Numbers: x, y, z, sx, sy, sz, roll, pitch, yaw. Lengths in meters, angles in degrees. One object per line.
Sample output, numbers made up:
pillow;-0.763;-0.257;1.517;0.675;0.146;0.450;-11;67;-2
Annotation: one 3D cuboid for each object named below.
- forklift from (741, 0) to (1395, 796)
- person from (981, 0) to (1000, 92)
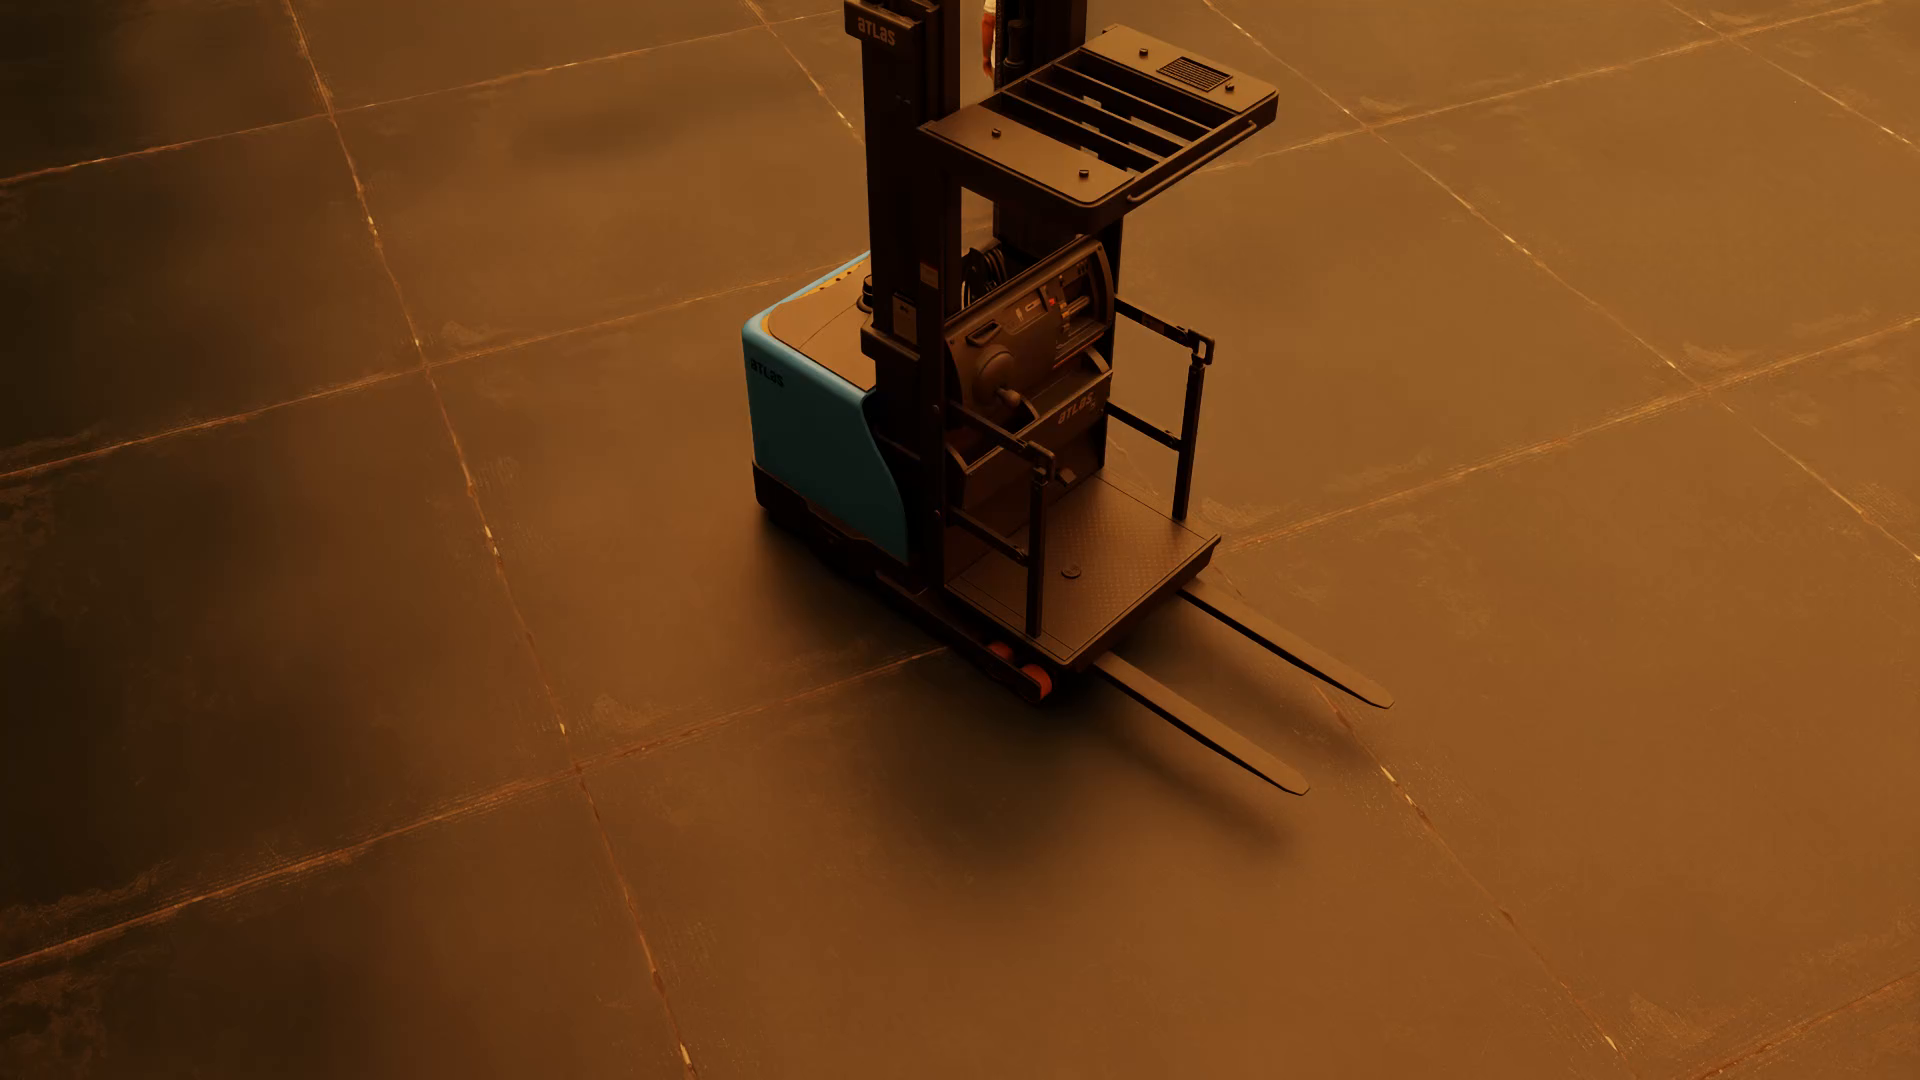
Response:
forklift;0.445;-0.788;6.525;3.031;2.935;1.130;32;52;30
person;0.407;-2.772;9.578;0.563;1.667;0.463;4;43;5
